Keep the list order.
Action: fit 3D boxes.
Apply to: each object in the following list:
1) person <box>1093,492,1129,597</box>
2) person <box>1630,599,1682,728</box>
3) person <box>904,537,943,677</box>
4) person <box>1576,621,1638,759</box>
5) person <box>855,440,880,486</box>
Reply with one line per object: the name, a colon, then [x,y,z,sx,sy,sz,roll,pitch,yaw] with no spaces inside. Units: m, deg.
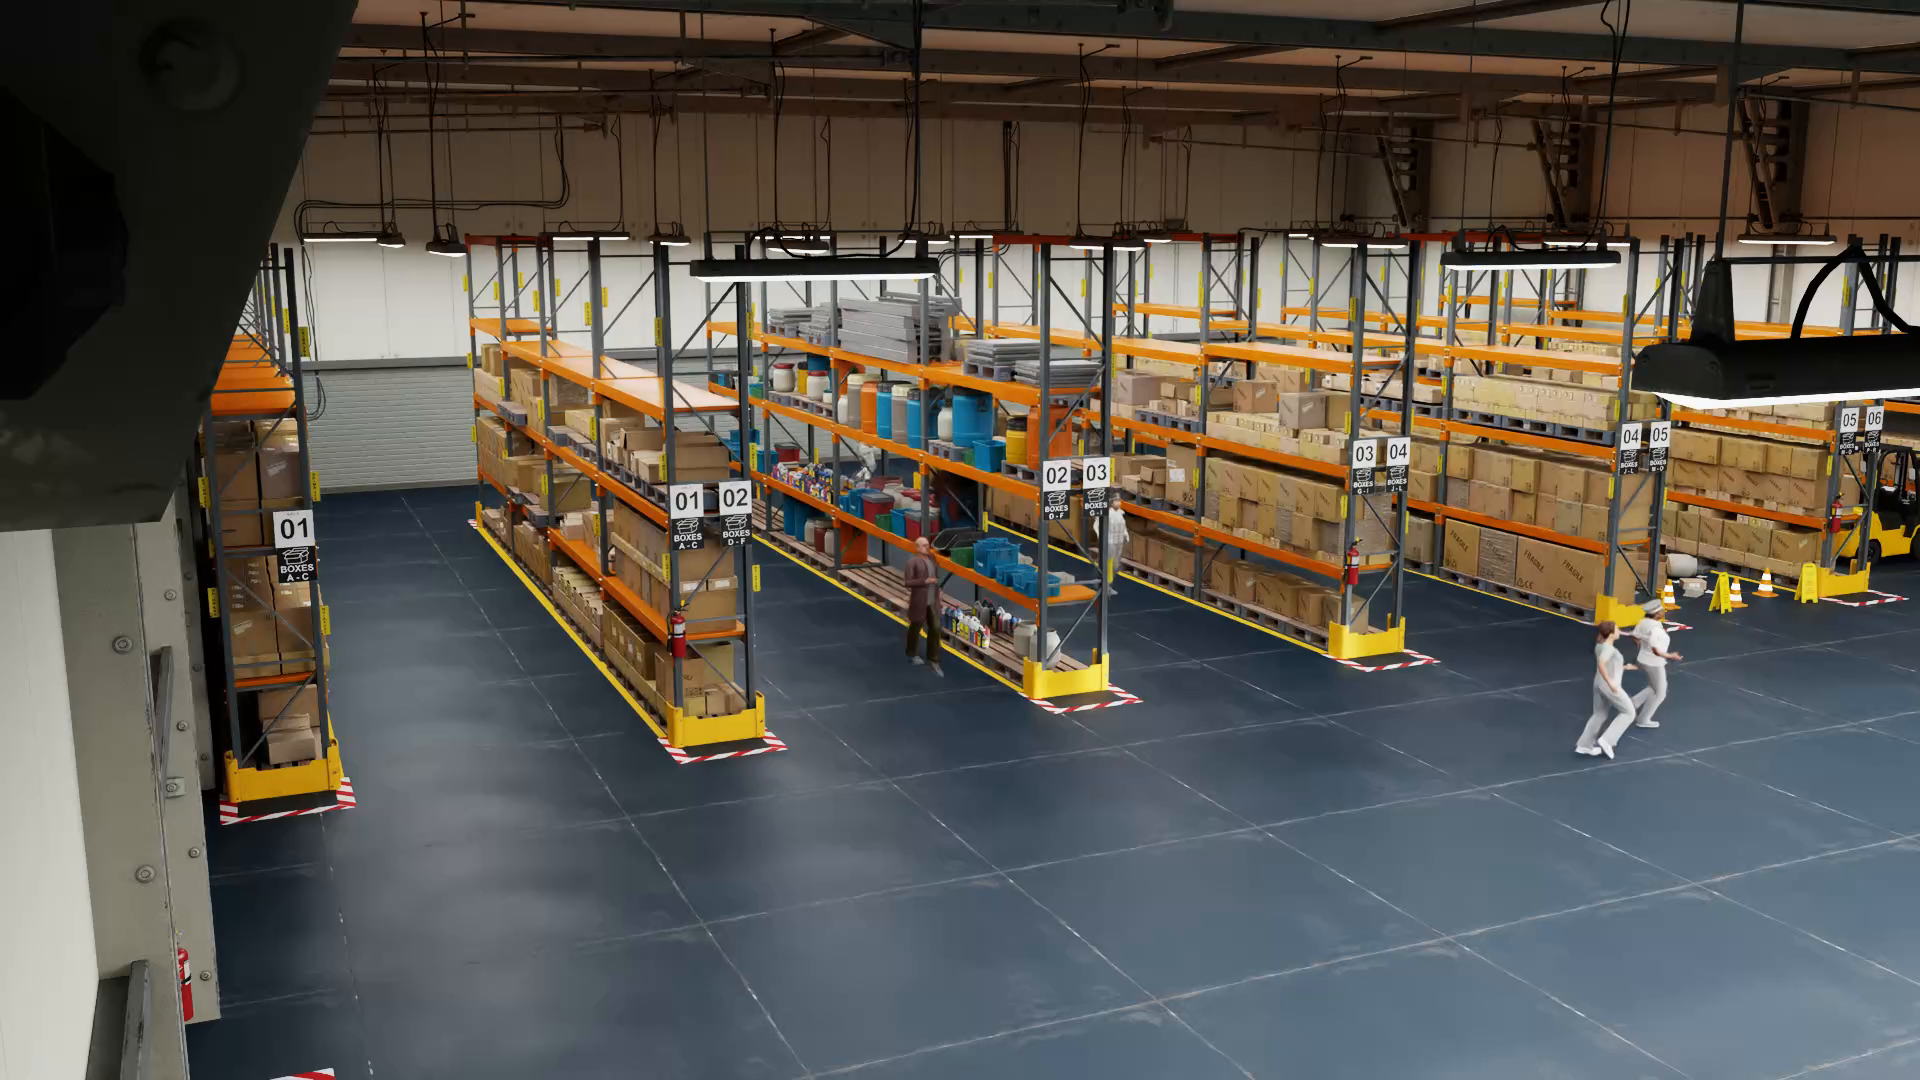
person: [2.500,0.088,26.873,0.596,1.731,0.509,-7,13,-33]
person: [8.694,1.541,20.827,0.572,1.653,0.571,0,11,2]
person: [-0.466,0.901,22.430,0.684,1.901,0.767,-8,14,-37]
person: [7.666,1.764,19.635,0.670,1.659,0.537,-1,11,-5]
person: [-2.169,-2.073,39.225,0.603,1.739,0.649,-3,12,-17]
